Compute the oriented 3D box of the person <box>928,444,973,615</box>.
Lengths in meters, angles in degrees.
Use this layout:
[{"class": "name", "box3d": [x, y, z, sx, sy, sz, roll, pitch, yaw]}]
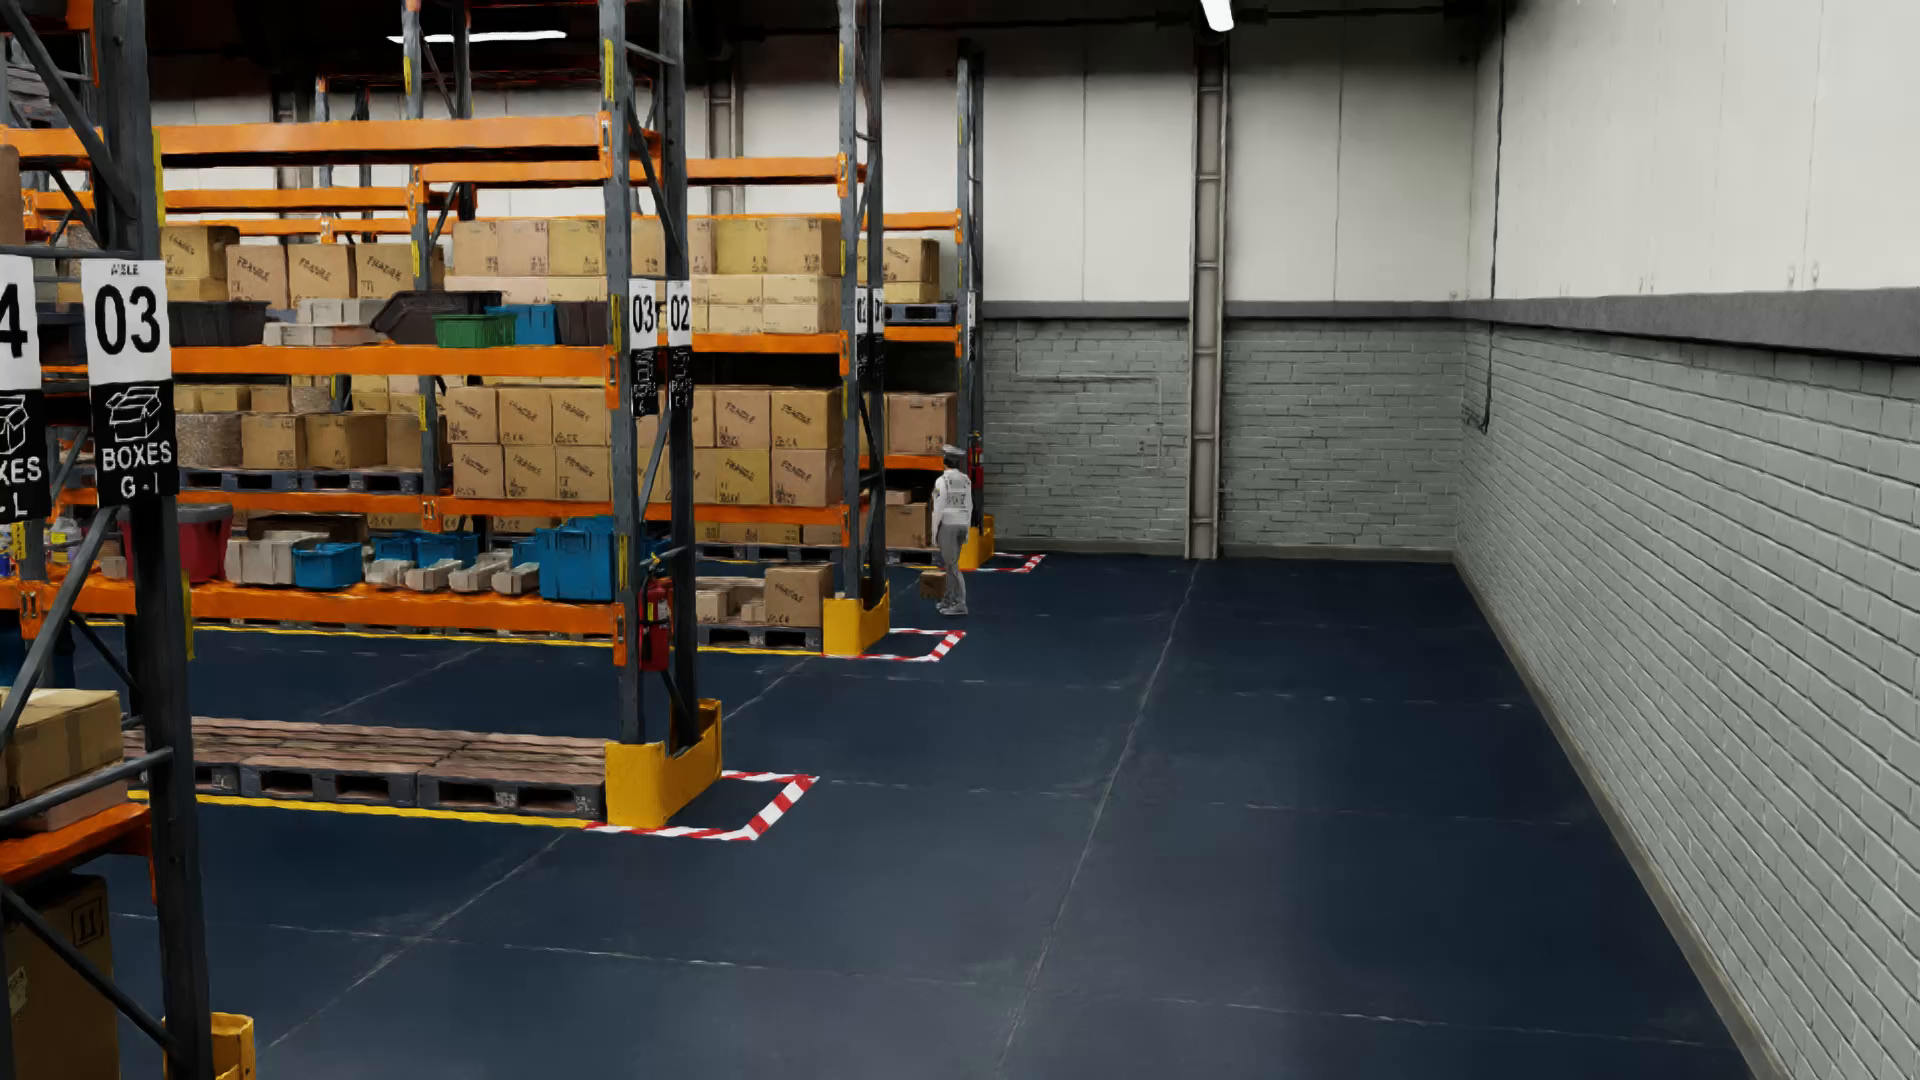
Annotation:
[{"class": "person", "box3d": [-0.110, -0.103, 16.464, 0.581, 1.677, 0.462, 7, 10, 39]}]
